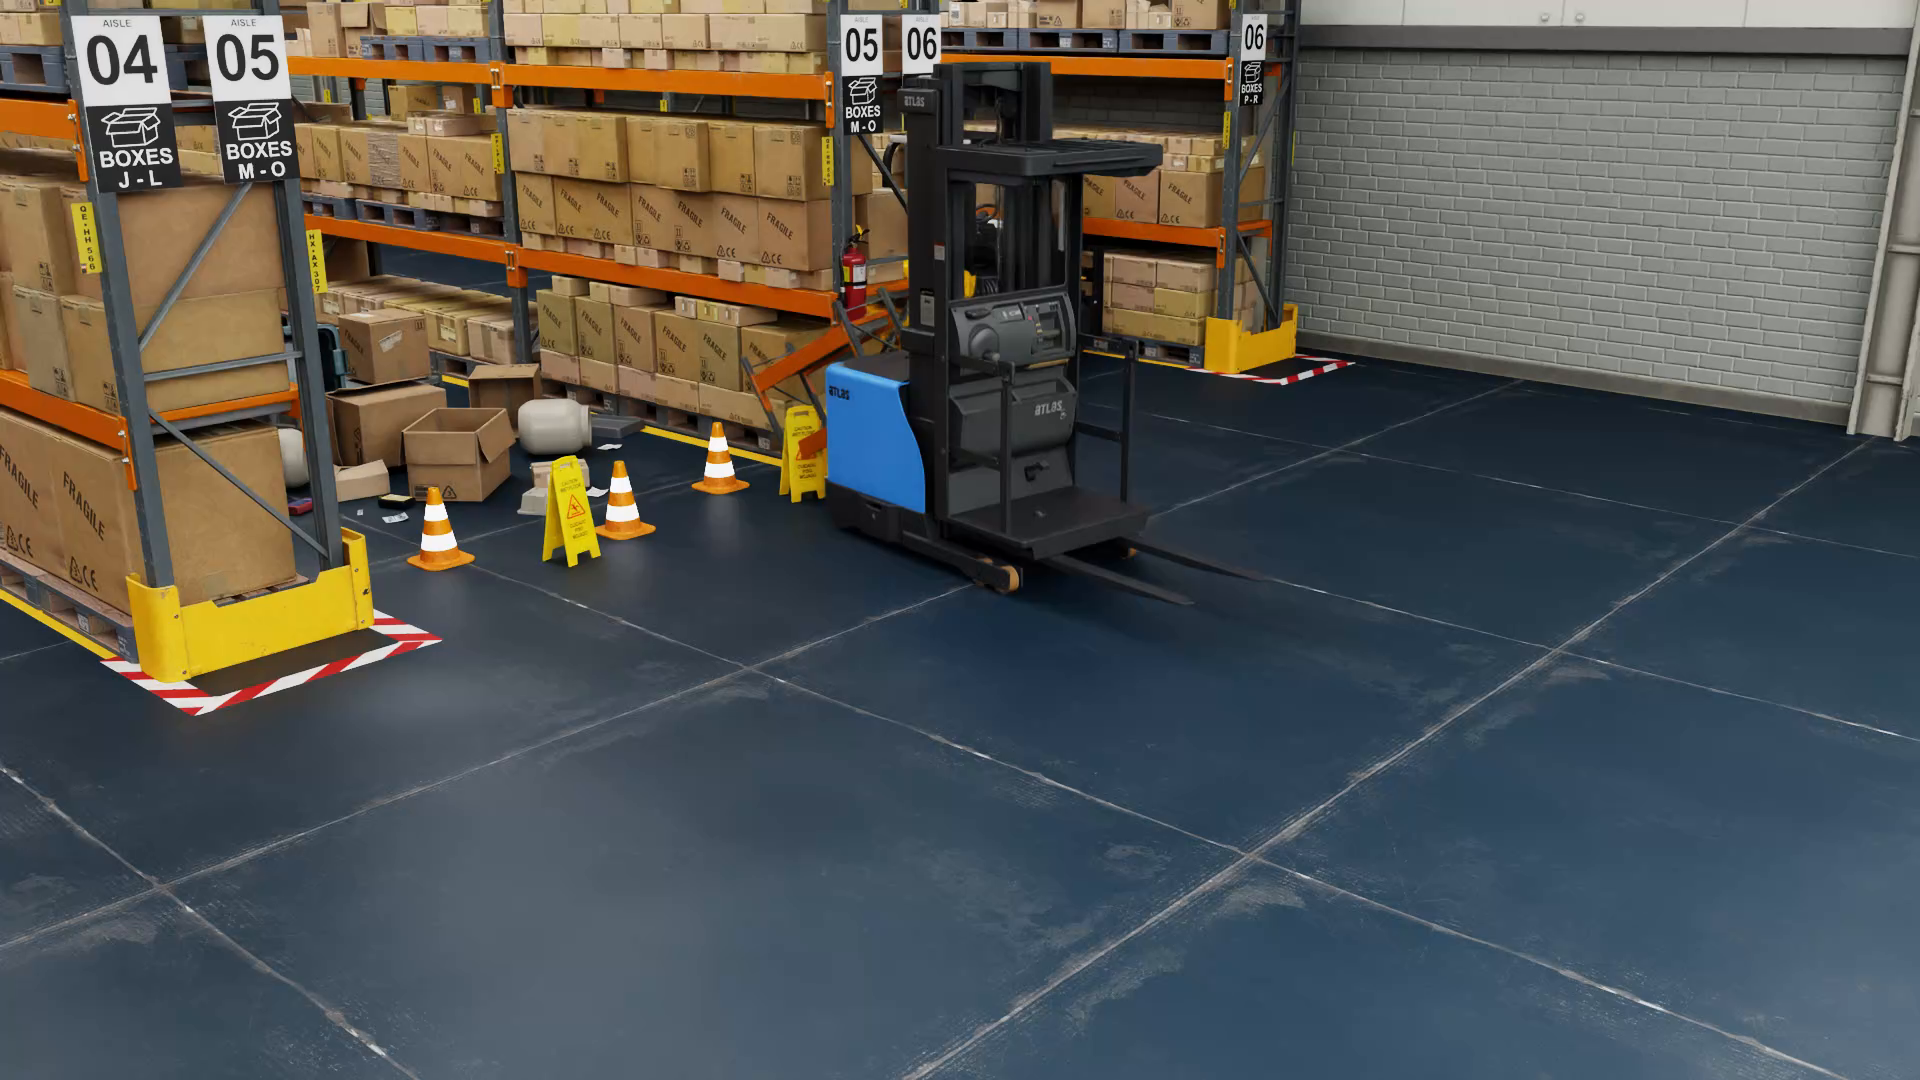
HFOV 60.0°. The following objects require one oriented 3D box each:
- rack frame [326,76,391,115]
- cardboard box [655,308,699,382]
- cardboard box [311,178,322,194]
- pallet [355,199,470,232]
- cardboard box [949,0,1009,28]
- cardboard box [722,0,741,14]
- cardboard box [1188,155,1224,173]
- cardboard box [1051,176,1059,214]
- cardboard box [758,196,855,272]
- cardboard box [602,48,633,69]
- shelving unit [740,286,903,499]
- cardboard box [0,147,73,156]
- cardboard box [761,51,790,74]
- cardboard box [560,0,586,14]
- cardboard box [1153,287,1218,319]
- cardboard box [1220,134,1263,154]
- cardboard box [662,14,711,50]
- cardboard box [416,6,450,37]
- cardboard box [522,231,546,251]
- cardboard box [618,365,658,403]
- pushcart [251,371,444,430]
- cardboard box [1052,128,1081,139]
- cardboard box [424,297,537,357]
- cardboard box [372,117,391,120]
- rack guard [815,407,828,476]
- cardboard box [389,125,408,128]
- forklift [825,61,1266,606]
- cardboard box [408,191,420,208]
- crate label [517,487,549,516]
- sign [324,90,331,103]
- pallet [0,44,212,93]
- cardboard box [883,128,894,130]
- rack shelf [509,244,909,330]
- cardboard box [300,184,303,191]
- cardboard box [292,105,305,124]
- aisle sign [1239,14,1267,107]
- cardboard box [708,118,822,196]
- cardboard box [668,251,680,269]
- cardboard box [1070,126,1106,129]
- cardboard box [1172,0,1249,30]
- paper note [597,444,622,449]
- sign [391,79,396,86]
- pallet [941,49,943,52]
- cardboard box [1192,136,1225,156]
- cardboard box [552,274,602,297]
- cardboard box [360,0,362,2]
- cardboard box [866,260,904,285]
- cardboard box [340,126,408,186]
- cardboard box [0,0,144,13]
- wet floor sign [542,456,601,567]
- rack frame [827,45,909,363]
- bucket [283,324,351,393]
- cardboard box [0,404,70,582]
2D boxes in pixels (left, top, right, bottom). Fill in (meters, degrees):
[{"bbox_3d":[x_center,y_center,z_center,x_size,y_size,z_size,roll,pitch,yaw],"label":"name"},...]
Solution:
[{"bbox_3d":[-9.196,-6.351,25.664,0.127,3.000,1.000,15,23,39],"label":"rack frame"},{"bbox_3d":[-2.059,-1.570,13.213,0.500,0.500,0.500,14,23,38],"label":"cardboard box"},{"bbox_3d":[-6.196,-3.530,16.495,0.250,0.149,0.380,13,22,36],"label":"cardboard box"},{"bbox_3d":[-4.997,-3.141,15.868,1.213,0.211,1.003,15,23,39],"label":"pallet"},{"bbox_3d":[0.239,-5.354,16.853,0.500,0.311,0.500,16,23,40],"label":"cardboard box"},{"bbox_3d":[-1.496,-3.876,12.004,0.250,0.149,0.380,15,23,40],"label":"cardboard box"},{"bbox_3d":[2.325,-3.501,15.448,0.250,0.149,0.380,15,23,40],"label":"cardboard box"},{"bbox_3d":[1.080,-3.533,16.620,0.500,0.500,0.500,15,23,40],"label":"cardboard box"},{"bbox_3d":[-1.110,-2.251,12.087,0.500,0.500,0.500,15,23,38],"label":"cardboard box"},{"bbox_3d":[-2.537,-3.731,12.865,0.250,0.149,0.380,14,23,38],"label":"cardboard box"},{"bbox_3d":[-0.775,-0.967,11.331,1.048,1.125,0.538,-23,3,42],"label":"shelving unit"},{"bbox_3d":[-5.981,-2.098,10.229,0.550,0.550,0.875,15,23,39],"label":"cardboard box"},{"bbox_3d":[-1.182,-3.375,11.745,0.250,0.149,0.380,15,23,40],"label":"cardboard box"},{"bbox_3d":[-2.910,-4.211,13.060,0.250,0.149,0.380,15,23,39],"label":"cardboard box"},{"bbox_3d":[2.199,-2.293,15.903,0.500,0.250,0.500,15,23,39],"label":"cardboard box"},{"bbox_3d":[2.661,-3.753,15.748,0.250,0.149,0.380,14,23,38],"label":"cardboard box"},{"bbox_3d":[-1.849,-3.761,12.300,0.500,0.250,0.500,16,24,41],"label":"cardboard box"},{"bbox_3d":[-4.421,-4.563,14.627,0.500,0.250,0.500,15,23,40],"label":"cardboard box"},{"bbox_3d":[-3.490,-2.562,14.141,0.250,0.149,0.380,15,23,39],"label":"cardboard box"},{"bbox_3d":[-2.446,-1.317,13.654,0.500,0.250,0.500,15,23,39],"label":"cardboard box"},{"bbox_3d":[-4.989,-1.042,13.271,0.936,0.377,1.648,7,19,21],"label":"pushcart"},{"bbox_3d":[1.035,-4.022,16.597,0.250,0.149,0.380,15,23,39],"label":"cardboard box"},{"bbox_3d":[-4.447,-2.014,15.648,0.950,0.372,0.625,-17,24,-42],"label":"cardboard box"},{"bbox_3d":[-8.659,-6.168,24.844,0.500,0.250,0.500,15,23,40],"label":"cardboard box"},{"bbox_3d":[-0.578,-0.838,12.427,0.348,0.500,1.175,15,23,39],"label":"rack guard"},{"bbox_3d":[-5.208,-3.780,16.211,0.500,0.500,0.500,13,22,36],"label":"cardboard box"},{"bbox_3d":[0.462,-1.256,9.724,1.130,2.935,3.031,-15,23,-38],"label":"forklift"},{"bbox_3d":[-4.835,-3.147,15.290,0.250,0.149,0.380,15,23,39],"label":"cardboard box"},{"bbox_3d":[-2.811,-0.269,11.233,0.298,0.136,0.250,4,18,11],"label":"crate label"},{"bbox_3d":[-9.556,-6.641,25.146,0.005,0.325,0.100,15,23,39],"label":"sign"},{"bbox_3d":[-4.293,-2.408,8.429,1.213,0.211,1.003,15,23,39],"label":"pallet"},{"bbox_3d":[-0.899,-4.580,18.847,0.250,0.149,0.380,15,23,39],"label":"cardboard box"},{"bbox_3d":[-2.017,-2.073,13.375,4.000,0.370,1.077,15,23,39],"label":"rack shelf"},{"bbox_3d":[-7.055,-3.592,17.219,0.500,0.250,0.500,14,22,37],"label":"cardboard box"},{"bbox_3d":[-7.065,-4.190,17.036,0.500,0.500,0.500,14,23,38],"label":"cardboard box"},{"bbox_3d":[2.625,-4.298,14.897,0.004,0.787,0.394,15,23,39],"label":"aisle sign"},{"bbox_3d":[-1.422,-2.837,12.282,0.500,0.500,0.700,15,23,40],"label":"cardboard box"},{"bbox_3d":[-2.073,-2.233,13.104,0.250,0.149,0.380,15,23,39],"label":"cardboard box"},{"bbox_3d":[1.323,-4.122,16.912,0.250,0.149,0.380,16,24,41],"label":"cardboard box"},{"bbox_3d":[2.278,-4.897,15.100,0.500,0.500,0.500,16,24,41],"label":"cardboard box"},{"bbox_3d":[-2.703,-0.726,12.849,0.148,0.019,0.142,7,19,21],"label":"paper note"},{"bbox_3d":[-8.813,-7.175,25.824,0.005,0.325,0.100,15,23,39],"label":"sign"},{"bbox_3d":[-0.889,-5.454,18.196,1.217,0.209,0.805,14,22,37],"label":"pallet"},{"bbox_3d":[2.363,-3.661,15.460,0.250,0.149,0.380,15,23,39],"label":"cardboard box"},{"bbox_3d":[-3.197,-2.156,13.984,0.250,0.149,0.380,15,23,40],"label":"cardboard box"},{"bbox_3d":[-8.663,-7.837,24.318,0.500,0.250,0.500,15,23,39],"label":"cardboard box"},{"bbox_3d":[-0.638,-2.010,12.401,0.250,0.149,0.380,15,23,39],"label":"cardboard box"},{"bbox_3d":[-5.526,-3.660,15.833,0.500,0.500,0.500,16,23,40],"label":"cardboard box"},{"bbox_3d":[-4.283,-2.657,7.964,0.500,0.250,0.500,15,23,40],"label":"cardboard box"},{"bbox_3d":[-2.395,-0.194,10.157,0.232,0.644,0.267,11,20,30],"label":"wet floor sign"},{"bbox_3d":[-0.521,-2.015,12.001,0.127,3.000,1.000,15,23,39],"label":"rack frame"},{"bbox_3d":[-5.091,-1.336,12.761,0.726,0.611,0.620,-9,10,-27],"label":"bucket"},{"bbox_3d":[-4.942,-0.359,9.603,0.875,0.875,0.875,15,23,38],"label":"cardboard box"}]
